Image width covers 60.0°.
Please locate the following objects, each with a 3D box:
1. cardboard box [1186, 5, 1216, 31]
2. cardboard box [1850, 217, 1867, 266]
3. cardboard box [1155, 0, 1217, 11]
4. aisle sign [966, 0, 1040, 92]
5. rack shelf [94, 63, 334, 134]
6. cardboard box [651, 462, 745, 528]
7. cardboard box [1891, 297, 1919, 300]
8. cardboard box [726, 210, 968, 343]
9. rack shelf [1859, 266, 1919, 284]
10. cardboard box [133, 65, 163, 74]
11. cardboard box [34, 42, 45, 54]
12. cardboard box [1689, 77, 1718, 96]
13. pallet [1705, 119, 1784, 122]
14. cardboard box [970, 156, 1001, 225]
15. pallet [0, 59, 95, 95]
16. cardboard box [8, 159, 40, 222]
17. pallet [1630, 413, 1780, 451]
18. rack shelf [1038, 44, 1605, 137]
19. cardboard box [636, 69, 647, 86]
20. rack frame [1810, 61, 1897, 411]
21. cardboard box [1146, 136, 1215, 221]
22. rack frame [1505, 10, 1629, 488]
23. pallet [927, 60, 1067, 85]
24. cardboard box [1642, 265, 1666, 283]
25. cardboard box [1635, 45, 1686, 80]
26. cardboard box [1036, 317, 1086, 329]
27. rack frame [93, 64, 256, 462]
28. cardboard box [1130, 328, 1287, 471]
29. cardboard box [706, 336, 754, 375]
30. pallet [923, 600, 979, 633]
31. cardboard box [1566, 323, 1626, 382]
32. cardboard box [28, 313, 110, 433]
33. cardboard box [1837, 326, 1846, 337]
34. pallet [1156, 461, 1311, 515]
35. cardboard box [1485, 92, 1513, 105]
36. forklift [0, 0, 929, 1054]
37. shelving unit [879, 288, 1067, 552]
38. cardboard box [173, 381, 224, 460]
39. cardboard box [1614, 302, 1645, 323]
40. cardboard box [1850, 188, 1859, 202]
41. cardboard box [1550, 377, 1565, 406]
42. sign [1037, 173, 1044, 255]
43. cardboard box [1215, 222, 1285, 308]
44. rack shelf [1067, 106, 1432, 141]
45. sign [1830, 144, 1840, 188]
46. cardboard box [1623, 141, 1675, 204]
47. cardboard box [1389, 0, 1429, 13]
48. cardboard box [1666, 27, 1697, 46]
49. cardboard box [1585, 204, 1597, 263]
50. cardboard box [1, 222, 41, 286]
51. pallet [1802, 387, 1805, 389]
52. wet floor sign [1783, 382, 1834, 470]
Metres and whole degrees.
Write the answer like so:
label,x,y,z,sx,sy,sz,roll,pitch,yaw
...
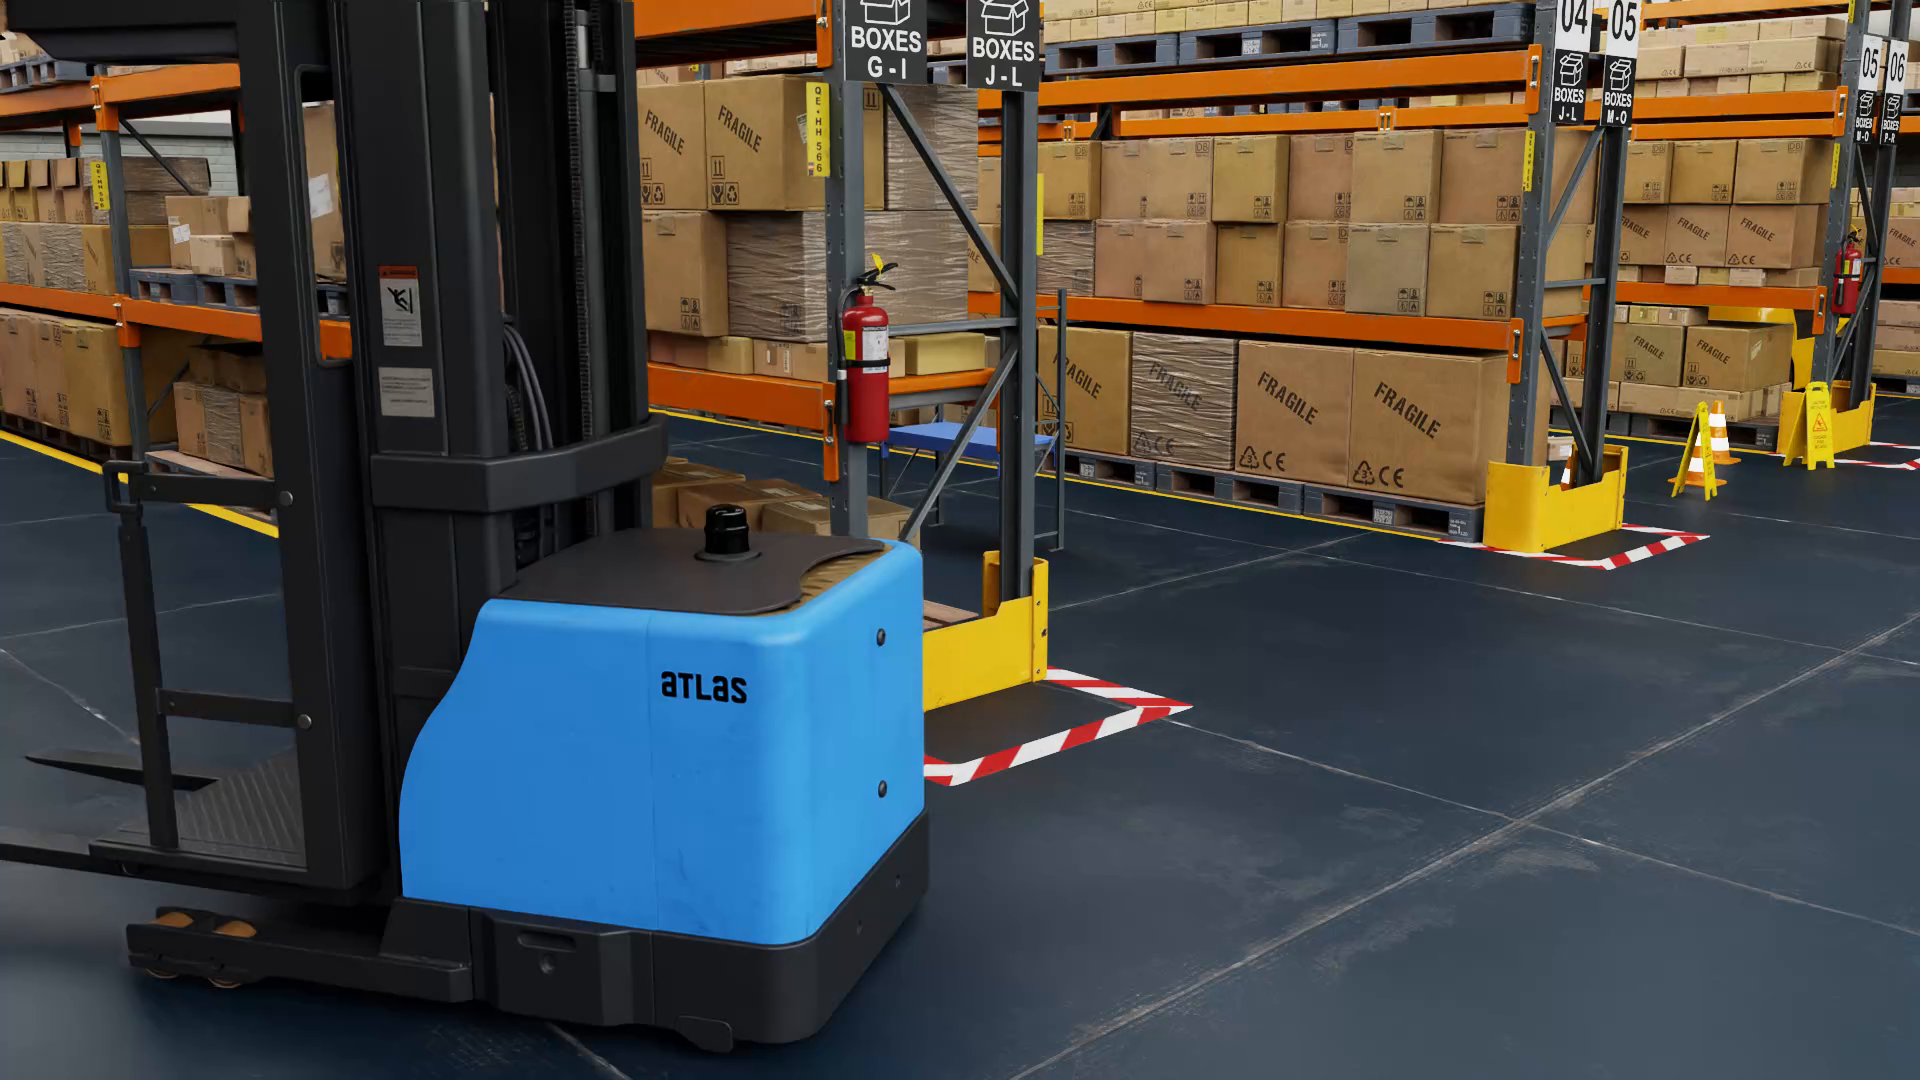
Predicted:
label,x,y,z,sx,sy,sz,roll,pitch,yaw
cardboard box,1.690,-3.395,10.859,0.380,0.149,0.250,-11,16,-43
cardboard box,9.428,-3.130,17.421,0.500,0.500,0.500,-11,16,-44
cardboard box,1.637,-3.619,10.958,0.500,0.250,0.500,-11,16,-43
aisle sign,0.168,-2.127,6.357,0.394,0.787,0.004,-11,16,-43
rack shelf,-4.235,-2.813,10.481,1.077,0.370,4.000,-11,16,-43
cardboard box,-1.367,-0.072,7.981,0.500,0.500,0.500,-9,15,-37
cardboard box,10.121,-2.411,17.478,0.500,0.250,0.500,-11,16,-42
cardboard box,-0.452,-1.099,6.829,0.875,0.500,0.500,-11,16,-43
rack shelf,9.282,-2.833,18.013,1.077,0.370,4.000,-11,16,-43
cardboard box,-5.122,-3.205,10.971,0.500,0.250,0.500,-10,16,-41
cardboard box,-6.749,-3.905,12.708,0.500,0.500,0.500,-10,15,-40
cardboard box,6.146,-3.682,13.540,0.380,0.149,0.250,-11,16,-42
pallet,8.509,-4.782,18.477,1.003,0.211,1.213,-11,16,-43
cardboard box,0.456,-2.691,12.814,0.700,0.500,0.500,-11,16,-44
pallet,-6.874,-3.614,13.054,1.003,0.211,1.213,-10,15,-40
cardboard box,-7.466,-2.918,13.909,0.797,0.503,0.637,-11,16,-42
pallet,6.488,-0.970,14.098,1.003,0.211,1.213,-11,16,-43
rack shelf,2.184,-2.906,10.930,1.077,0.370,4.000,-11,16,-43
cardboard box,-2.892,-4.302,15.676,0.500,0.500,0.500,-11,16,-43
rack frame,7.076,-2.202,13.163,1.000,3.000,0.127,-11,16,-43
cardboard box,1.771,-2.462,11.382,0.875,0.550,0.550,-11,16,-43
rack frame,3.566,-1.497,9.744,1.000,3.000,0.127,-11,16,-43
pallet,0.134,-3.583,12.910,1.217,0.209,0.805,11,16,43
cardboard box,5.971,-2.255,14.048,0.380,0.149,0.250,-11,16,-42
cardboard box,5.819,-3.929,13.748,0.500,0.250,0.500,-10,16,-41
cardboard box,1.134,-2.646,19.548,0.875,0.875,0.875,-11,16,-43
rack frame,-5.616,-1.988,12.128,1.000,3.000,0.127,-11,16,-43
cardboard box,1.812,-1.013,11.621,0.875,0.875,0.875,-11,16,-42
cardboard box,-0.820,-0.776,6.868,0.380,0.149,0.250,-11,16,-43
pallet,-0.680,0.411,7.395,1.003,0.211,1.213,-11,16,-43
cardboard box,5.628,-1.659,14.444,0.500,0.500,0.500,11,16,44
cardboard box,-6.688,-1.388,13.439,1.225,0.875,0.875,-11,16,-42
cardboard box,9.391,-2.172,17.555,0.500,0.250,0.500,-11,16,-44
pallet,2.118,-0.415,11.403,1.003,0.211,1.213,-11,16,-43
cardboard box,4.887,-3.943,14.805,0.380,0.149,0.250,-10,15,-41
forklift,-1.663,-0.375,4.470,3.031,2.935,1.130,3,12,16
shelving unit,0.059,-0.722,9.700,0.538,1.500,1.048,-11,16,-43
cardboard box,-5.139,-0.884,11.874,0.500,0.500,0.700,11,16,42
cardboard box,5.680,-1.946,14.231,0.380,0.149,0.250,-10,15,-40
cardboard box,9.310,-3.601,17.365,0.380,0.149,0.250,-10,16,-41
cardboard box,5.271,-1.367,14.887,0.500,0.250,0.500,-11,16,-43
sign,0.301,-1.320,6.740,0.100,0.325,0.005,-11,16,-43
cardboard box,2.189,-1.866,11.165,0.875,0.550,0.500,-11,16,-43
rack shelf,2.932,-4.194,17.184,1.077,0.370,4.000,-11,16,-43
sign,6.661,-2.849,12.654,0.100,0.325,0.005,-11,16,-43
cardboard box,5.794,-3.065,13.892,0.700,0.500,0.500,-11,16,-43
cardboard box,2.740,-3.173,9.781,0.380,0.149,0.250,-11,16,-42
cardboard box,5.987,-4.105,13.615,0.380,0.149,0.250,-11,16,-43
cardboard box,5.480,-2.661,14.408,0.500,0.500,0.500,-11,16,-42
cardboard box,-7.549,-2.373,13.746,0.500,0.500,0.500,11,16,44
pallet,9.267,-1.812,18.182,1.003,0.211,1.213,-11,16,-43
wet floor sign,6.433,-0.872,12.543,0.267,0.644,0.232,-5,13,-23
